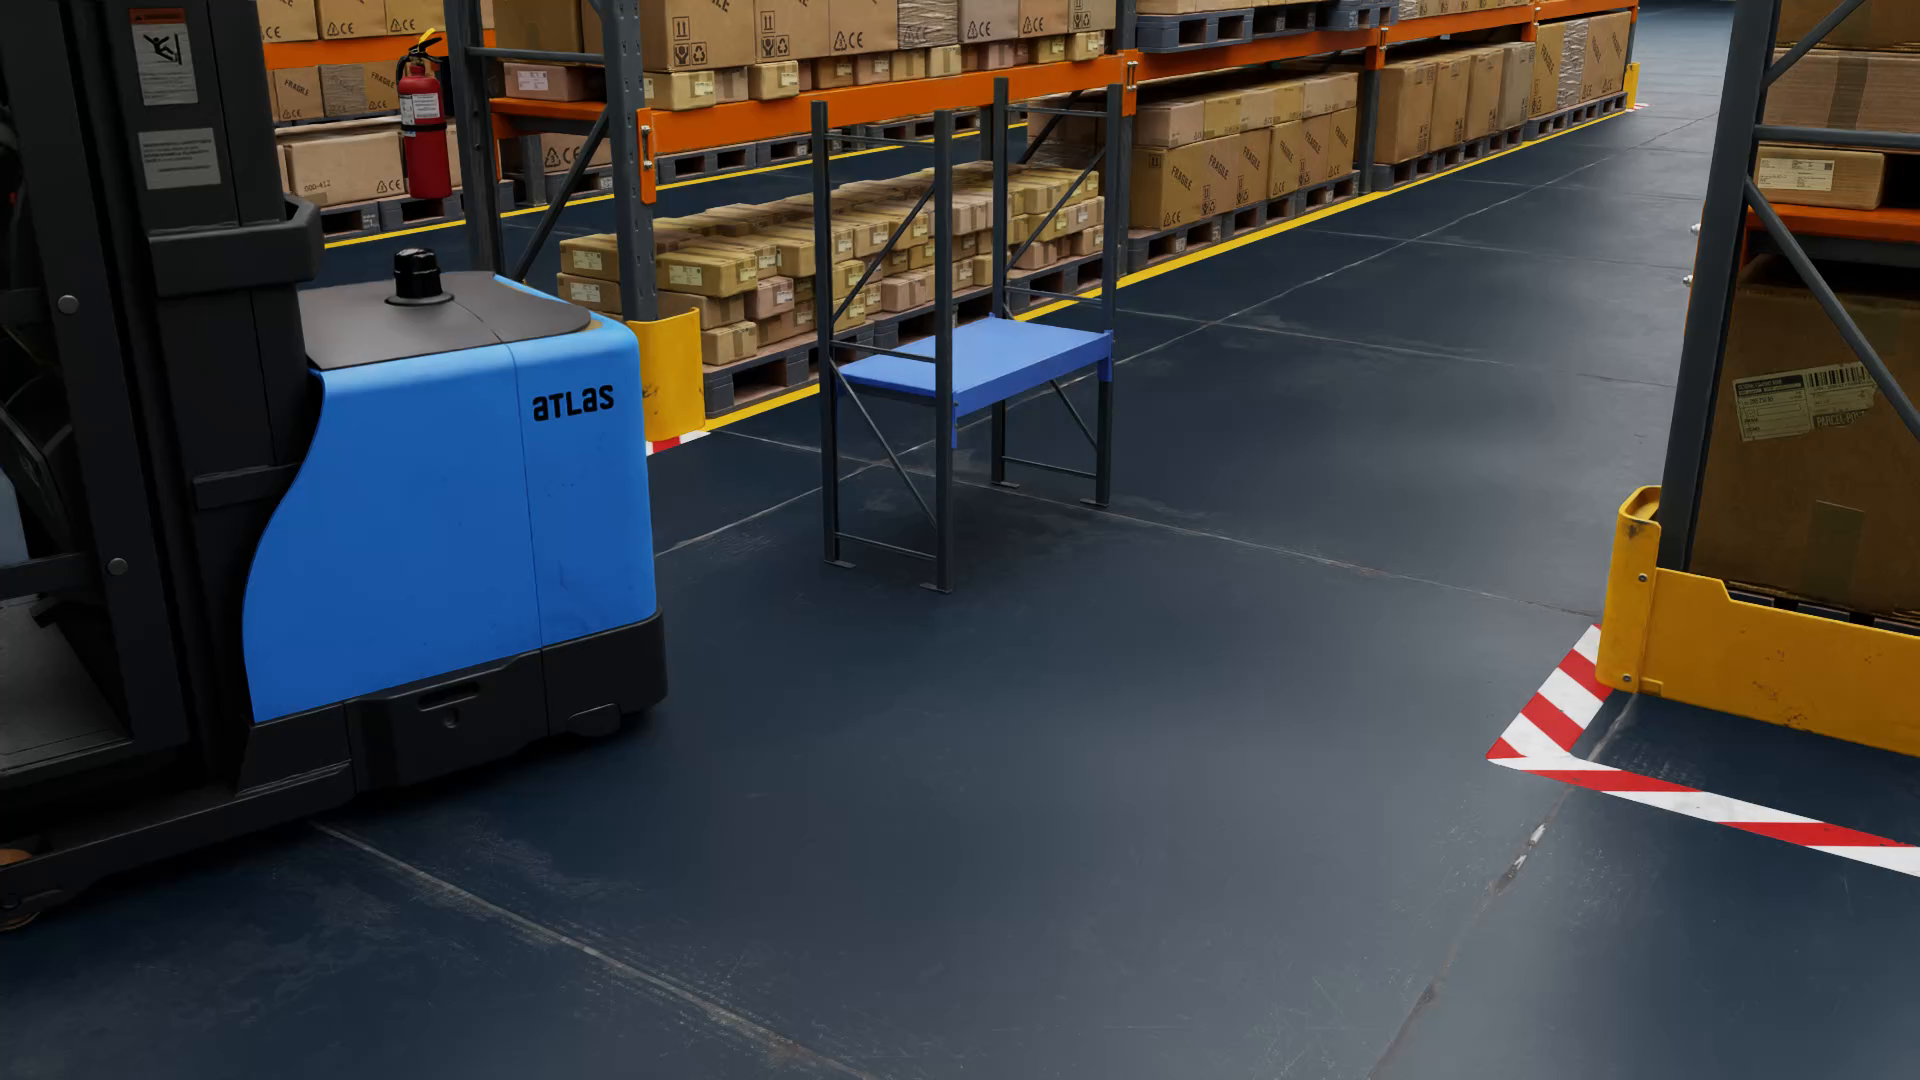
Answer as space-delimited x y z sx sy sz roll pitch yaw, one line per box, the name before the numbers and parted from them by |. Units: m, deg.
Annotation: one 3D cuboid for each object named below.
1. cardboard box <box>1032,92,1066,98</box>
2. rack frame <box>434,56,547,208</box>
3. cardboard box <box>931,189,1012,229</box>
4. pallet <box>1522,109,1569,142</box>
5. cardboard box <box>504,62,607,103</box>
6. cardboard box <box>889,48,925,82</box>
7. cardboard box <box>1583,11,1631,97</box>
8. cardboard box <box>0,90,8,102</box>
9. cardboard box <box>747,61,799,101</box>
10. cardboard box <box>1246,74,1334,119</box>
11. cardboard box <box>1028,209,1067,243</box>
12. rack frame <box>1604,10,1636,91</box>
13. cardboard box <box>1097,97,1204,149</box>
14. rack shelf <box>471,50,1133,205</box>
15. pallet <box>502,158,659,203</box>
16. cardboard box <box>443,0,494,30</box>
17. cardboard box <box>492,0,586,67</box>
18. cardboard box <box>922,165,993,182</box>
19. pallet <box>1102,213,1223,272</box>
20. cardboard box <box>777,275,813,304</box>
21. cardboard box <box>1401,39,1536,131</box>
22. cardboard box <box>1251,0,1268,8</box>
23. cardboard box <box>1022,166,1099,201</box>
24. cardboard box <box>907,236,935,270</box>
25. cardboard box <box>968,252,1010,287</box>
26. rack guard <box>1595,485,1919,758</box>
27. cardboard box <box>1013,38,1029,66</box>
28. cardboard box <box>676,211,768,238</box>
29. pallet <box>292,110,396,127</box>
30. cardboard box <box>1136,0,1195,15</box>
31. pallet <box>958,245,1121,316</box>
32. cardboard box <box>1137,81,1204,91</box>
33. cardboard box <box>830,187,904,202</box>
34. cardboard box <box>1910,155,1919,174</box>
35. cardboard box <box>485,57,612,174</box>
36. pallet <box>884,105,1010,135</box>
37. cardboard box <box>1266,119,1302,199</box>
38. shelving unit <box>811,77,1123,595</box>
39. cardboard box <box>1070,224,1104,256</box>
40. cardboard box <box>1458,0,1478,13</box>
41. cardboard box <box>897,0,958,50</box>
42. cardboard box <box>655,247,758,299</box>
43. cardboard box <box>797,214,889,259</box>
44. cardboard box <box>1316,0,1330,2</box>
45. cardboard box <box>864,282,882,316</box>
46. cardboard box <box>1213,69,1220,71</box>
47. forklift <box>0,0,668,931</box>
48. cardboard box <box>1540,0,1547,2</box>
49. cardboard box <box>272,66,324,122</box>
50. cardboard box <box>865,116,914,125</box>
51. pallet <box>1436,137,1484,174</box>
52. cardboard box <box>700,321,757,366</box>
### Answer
cardboard box | 0.621 -5.136 18.509 0.950 0.372 0.625 14 24 33
rack frame | -3.584 -4.027 12.328 1.000 3.000 0.127 13 24 32
cardboard box | 0.051 -1.768 8.867 0.380 0.149 0.250 12 23 29
pallet | 5.556 -4.281 17.035 1.003 0.211 1.213 13 24 32
cardboard box | -1.732 -1.974 7.140 0.380 0.149 0.250 13 24 32
cardboard box | -0.394 -2.312 8.053 0.380 0.149 0.250 14 25 34
cardboard box | 6.986 -5.527 18.840 0.875 0.875 0.875 13 24 32
cardboard box | -8.421 -3.564 14.073 0.700 0.500 0.500 12 24 30
cardboard box | -0.924 -2.002 7.216 0.380 0.149 0.250 12 24 30
cardboard box | 2.373 -3.220 12.064 0.500 0.250 0.500 14 24 33
cardboard box | 0.375 -1.777 9.321 0.380 0.149 0.250 12 24 30
rack frame | 7.313 -6.534 19.105 1.000 3.000 0.127 13 24 32
cardboard box | 1.201 -2.628 10.461 0.500 0.250 0.500 12 23 29
rack shelf | -0.557 -2.179 8.370 1.077 0.370 4.000 13 24 32
pallet | -3.212 -2.955 13.450 1.003 0.211 1.213 13 24 32
cardboard box | -3.633 -3.891 11.816 0.500 0.500 0.500 14 24 32
cardboard box | -1.642 -2.309 7.110 0.500 0.500 0.500 14 24 33
cardboard box | -0.002 -2.104 9.775 0.380 0.149 0.250 15 25 34
pallet | 1.003 -2.007 10.885 1.003 0.211 1.213 13 24 32
cardboard box | -0.910 -1.198 7.755 0.380 0.149 0.250 14 24 33
cardboard box | 4.789 -4.332 15.791 1.050 0.750 0.750 13 24 32
cardboard box | 1.748 -3.490 10.632 0.380 0.149 0.250 12 23 29
cardboard box | 0.582 -2.077 9.702 0.380 0.149 0.250 14 25 33
cardboard box | -0.327 -1.506 8.589 0.380 0.149 0.250 15 25 34
cardboard box | 0.046 -1.475 8.932 0.380 0.149 0.250 13 24 32
rack guard | 2.350 0.232 4.416 1.175 0.500 0.348 13 24 32
cardboard box | 0.144 -2.625 8.899 0.380 0.149 0.250 13 24 30
cardboard box | -1.166 -1.505 8.157 0.380 0.149 0.250 12 24 30
pallet | -6.580 -4.278 17.027 1.003 0.211 1.213 13 24 32
cardboard box | 1.169 -3.193 9.831 0.380 0.149 0.250 12 23 29
pallet | 0.219 -1.583 9.741 1.003 0.211 1.213 13 24 32
cardboard box | 1.362 -3.029 11.548 0.500 0.250 0.500 12 23 29
cardboard box | -0.527 -1.791 8.929 0.380 0.149 0.250 12 24 30
cardboard box | 2.720 -1.214 5.085 0.380 0.149 0.250 14 24 33
cardboard box | -3.301 -3.421 13.147 0.875 0.875 0.875 14 25 33
pallet | -0.208 -4.439 17.463 1.003 0.211 1.213 13 24 32
cardboard box | 2.083 -2.720 11.793 0.500 0.500 0.500 12 23 29
shelving unit | 0.048 -0.728 5.571 0.538 1.500 1.048 13 24 32
cardboard box | 0.628 -1.772 9.735 0.380 0.149 0.250 14 24 32
cardboard box | 4.140 -4.795 14.260 0.500 0.500 0.500 13 24 31
cardboard box | -0.354 -2.648 8.028 0.500 0.500 0.500 13 24 30
cardboard box | -1.106 -1.166 7.240 0.380 0.149 0.250 12 23 29
cardboard box | -0.568 -1.481 8.091 0.380 0.149 0.250 14 25 34
cardboard box | 2.340 -3.793 11.453 0.380 0.149 0.250 12 23 29
cardboard box | -0.610 -1.198 8.185 0.380 0.149 0.250 13 24 32
cardboard box | 2.641 -5.193 19.081 0.500 0.500 0.500 -6 21 -15
forklift | -2.260 -0.714 3.470 3.031 2.935 1.130 -15 25 -35
cardboard box | 5.262 -5.565 16.269 0.875 0.550 0.550 13 24 32
cardboard box | -6.658 -4.411 16.363 0.500 0.500 0.500 12 24 30
cardboard box | -1.009 -4.299 16.247 0.950 0.372 0.625 11 23 28
pallet | 4.007 -3.491 14.898 1.003 0.211 1.213 13 24 32
cardboard box | -1.122 -0.891 7.354 0.380 0.149 0.250 14 24 33
